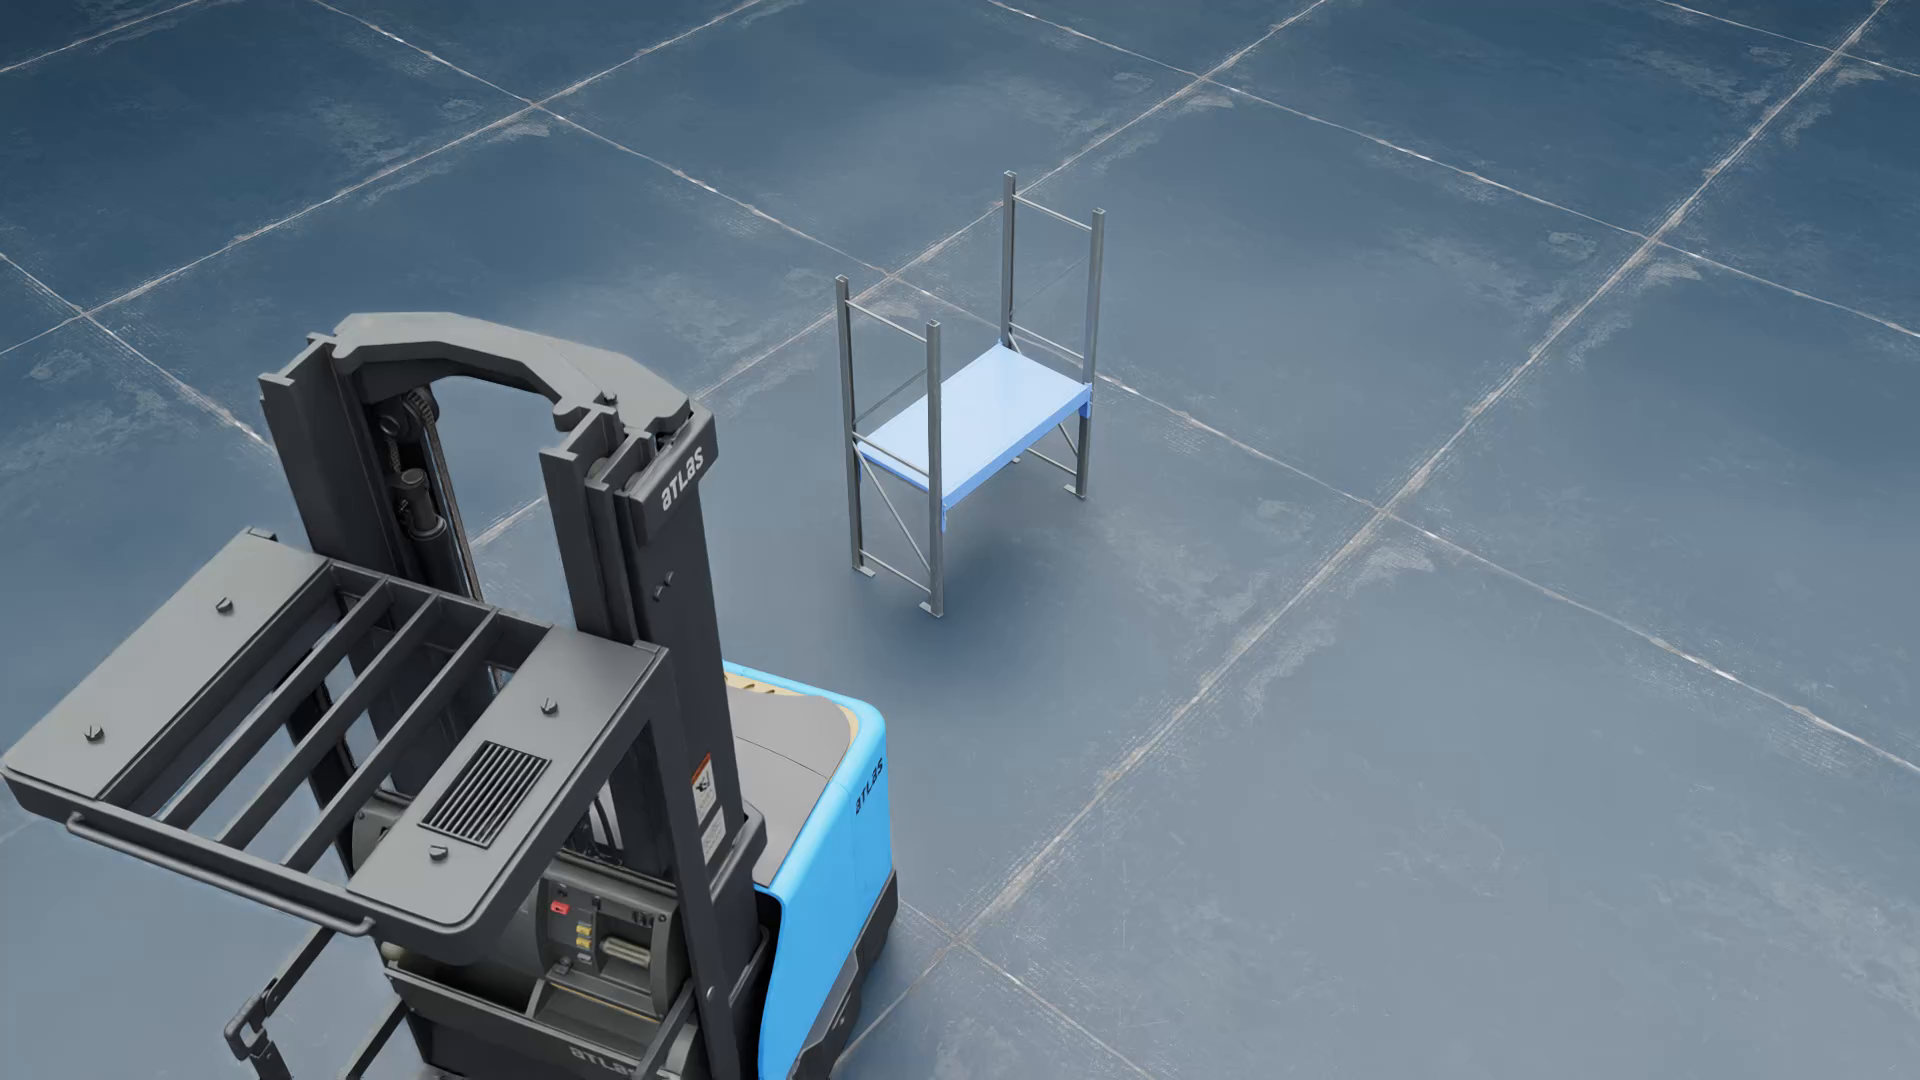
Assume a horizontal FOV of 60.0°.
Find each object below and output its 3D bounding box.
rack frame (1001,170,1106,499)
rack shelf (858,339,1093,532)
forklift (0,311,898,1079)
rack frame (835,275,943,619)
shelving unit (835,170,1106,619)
[{"bbox_3d":[0.382,-0.861,7.264,0.500,1.500,0.032,29,50,28],"label":"rack frame"},{"bbox_3d":[0.055,-0.466,7.097,0.538,0.185,1.000,29,50,28],"label":"rack shelf"},{"bbox_3d":[-1.224,1.047,4.102,1.130,2.935,3.031,15,44,15],"label":"forklift"},{"bbox_3d":[-0.272,-0.337,6.688,0.500,1.500,0.032,29,50,28],"label":"rack frame"},{"bbox_3d":[0.055,-0.599,6.976,0.538,1.500,1.048,29,50,28],"label":"shelving unit"}]
